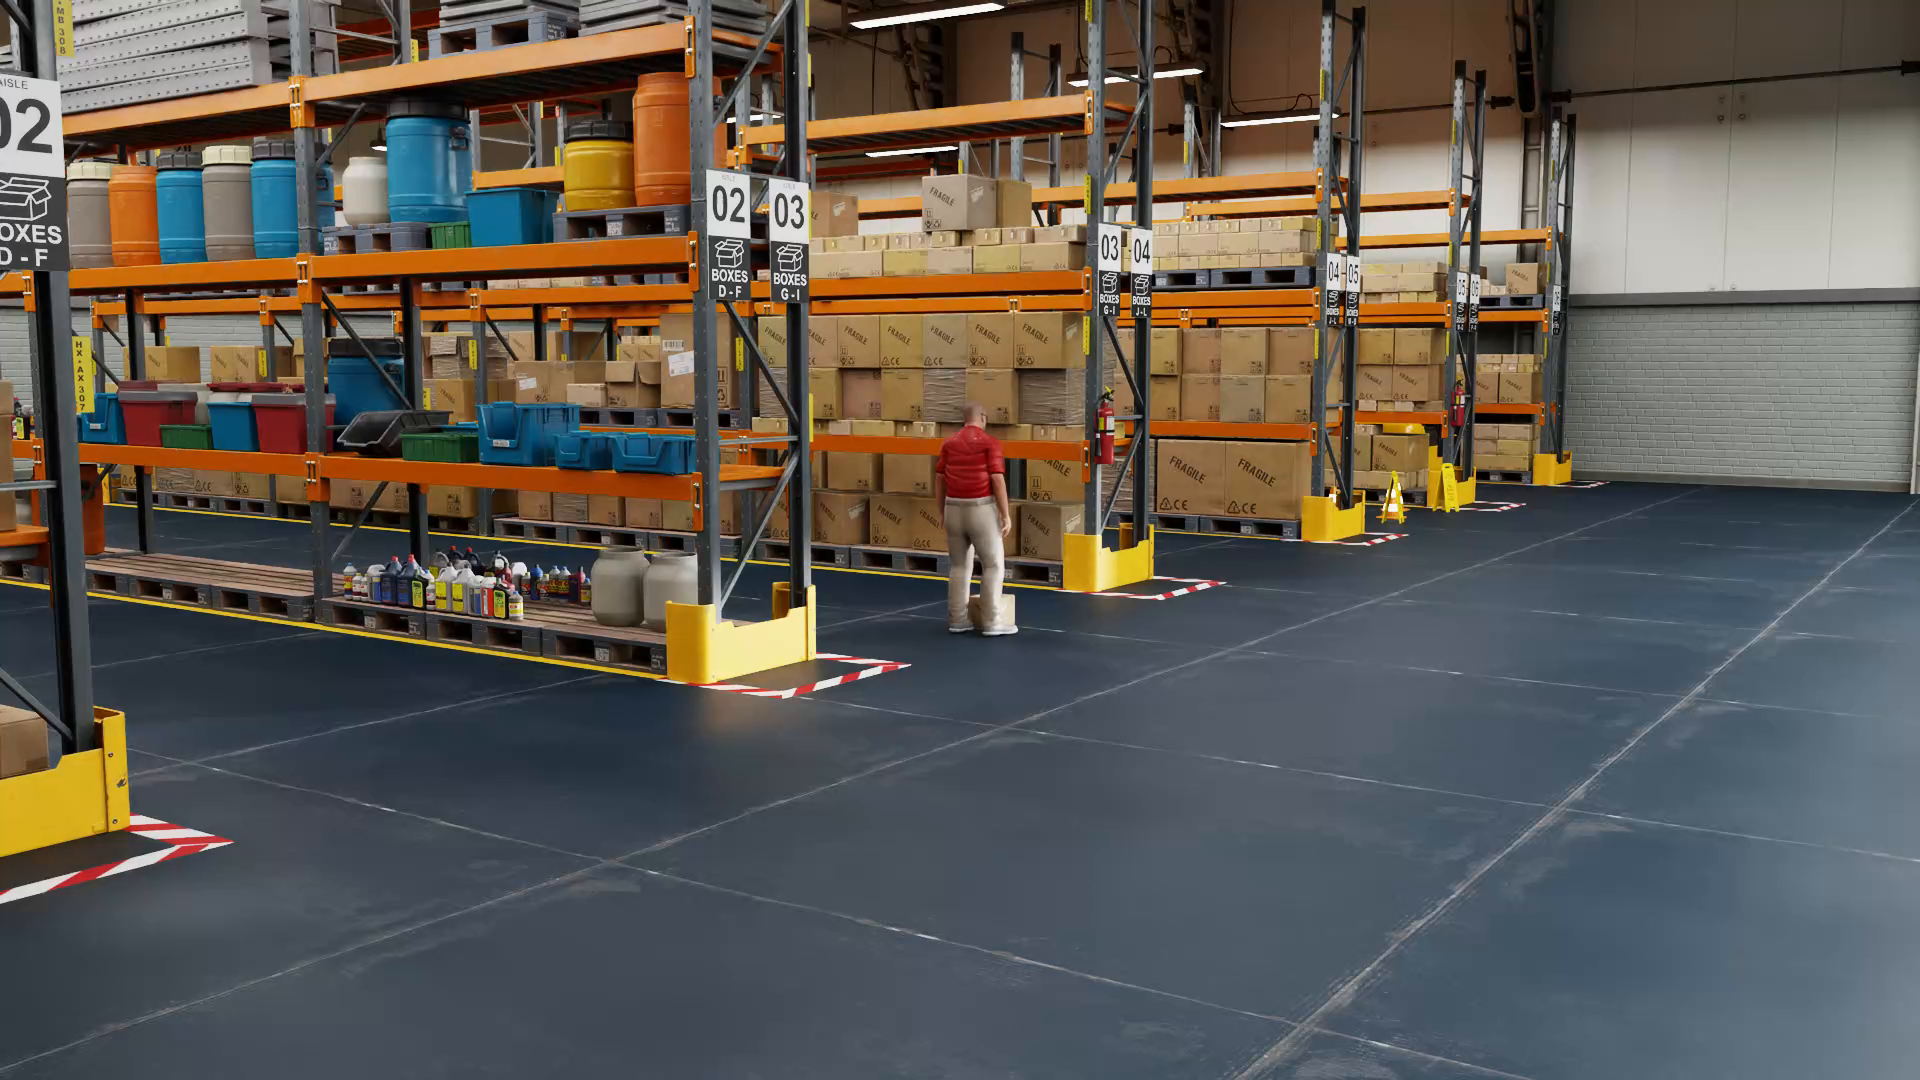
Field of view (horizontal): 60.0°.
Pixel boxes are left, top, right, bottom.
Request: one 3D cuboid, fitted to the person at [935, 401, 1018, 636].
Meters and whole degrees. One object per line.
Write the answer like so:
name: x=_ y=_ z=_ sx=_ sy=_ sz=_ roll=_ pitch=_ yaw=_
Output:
person: x=0.105 y=-0.165 z=12.345 sx=0.605 sy=1.726 sz=0.401 roll=4 pitch=7 yaw=30
